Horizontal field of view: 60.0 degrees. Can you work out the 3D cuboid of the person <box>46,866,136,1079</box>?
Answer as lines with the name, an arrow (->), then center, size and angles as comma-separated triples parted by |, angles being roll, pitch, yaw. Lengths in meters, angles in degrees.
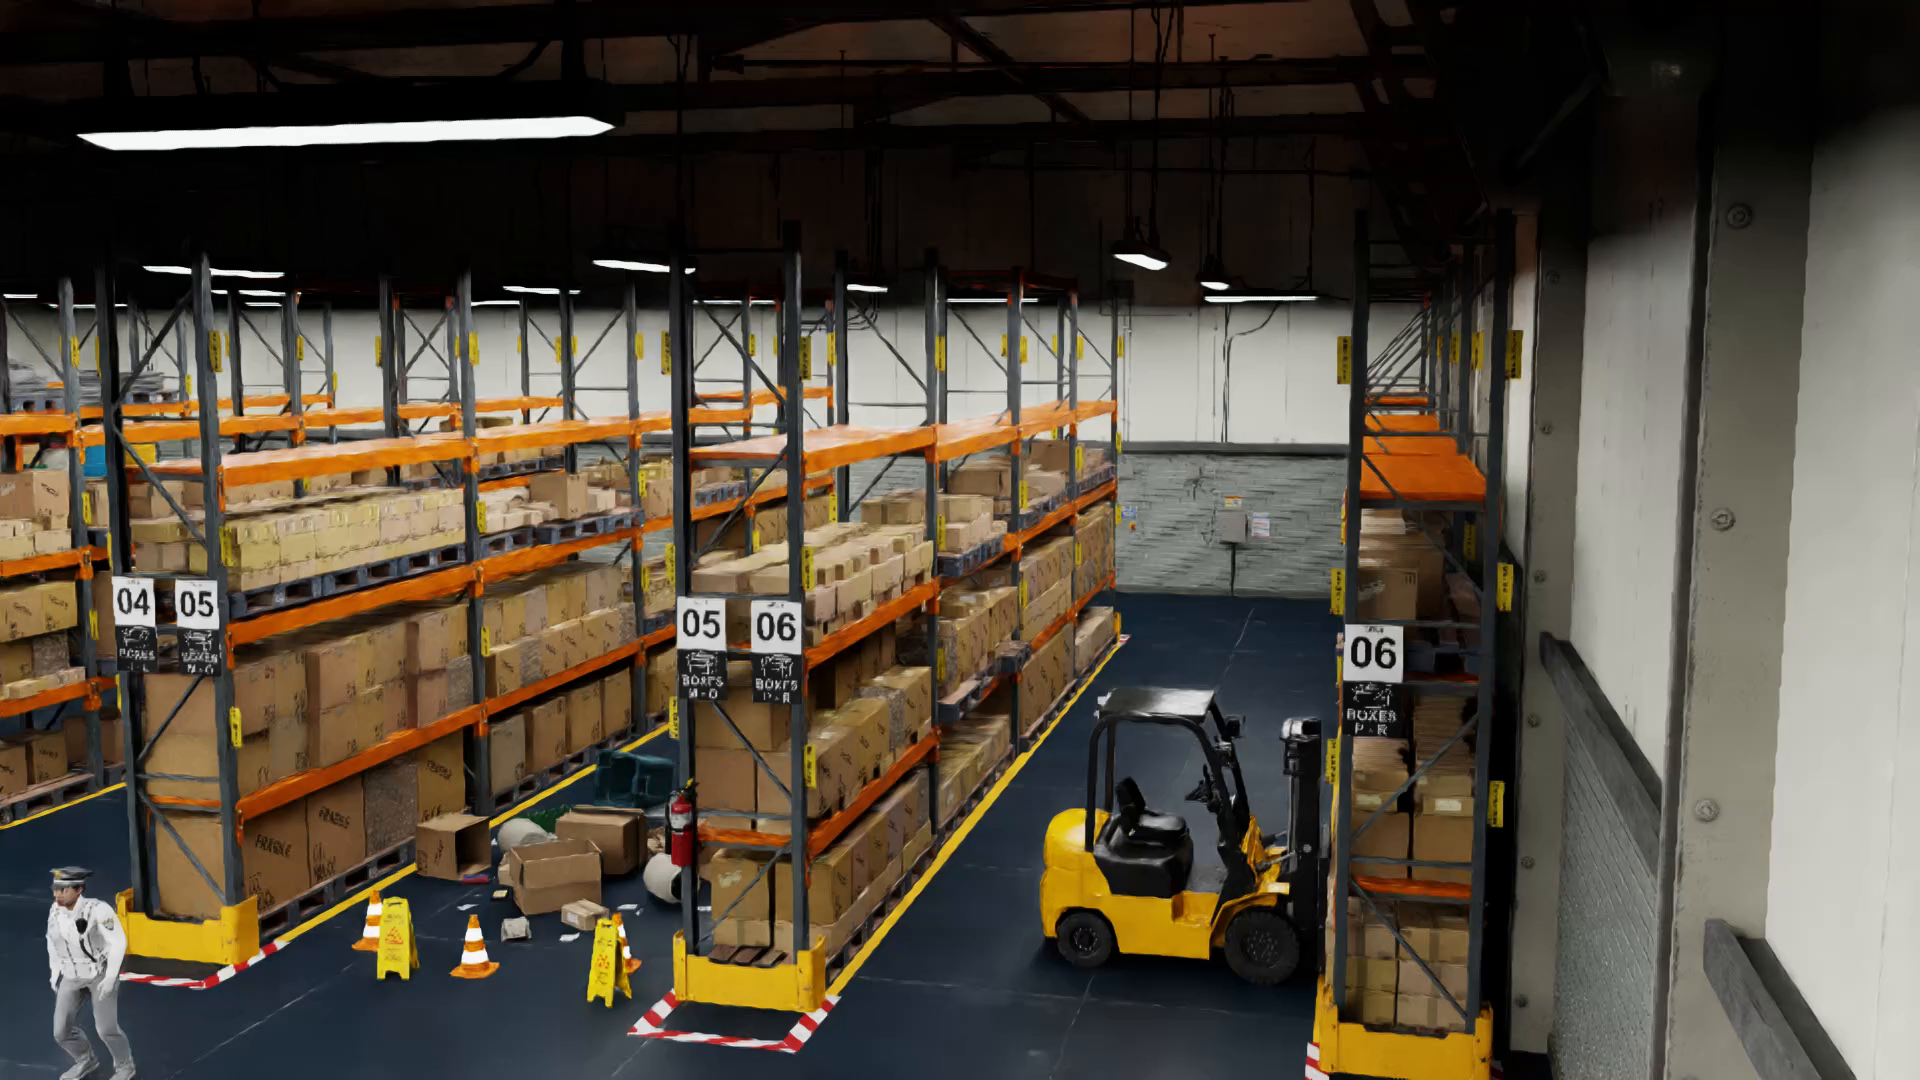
person -> -5.986, 2.982, 11.413 | 0.639, 1.632, 0.512 | 1, 7, 11
